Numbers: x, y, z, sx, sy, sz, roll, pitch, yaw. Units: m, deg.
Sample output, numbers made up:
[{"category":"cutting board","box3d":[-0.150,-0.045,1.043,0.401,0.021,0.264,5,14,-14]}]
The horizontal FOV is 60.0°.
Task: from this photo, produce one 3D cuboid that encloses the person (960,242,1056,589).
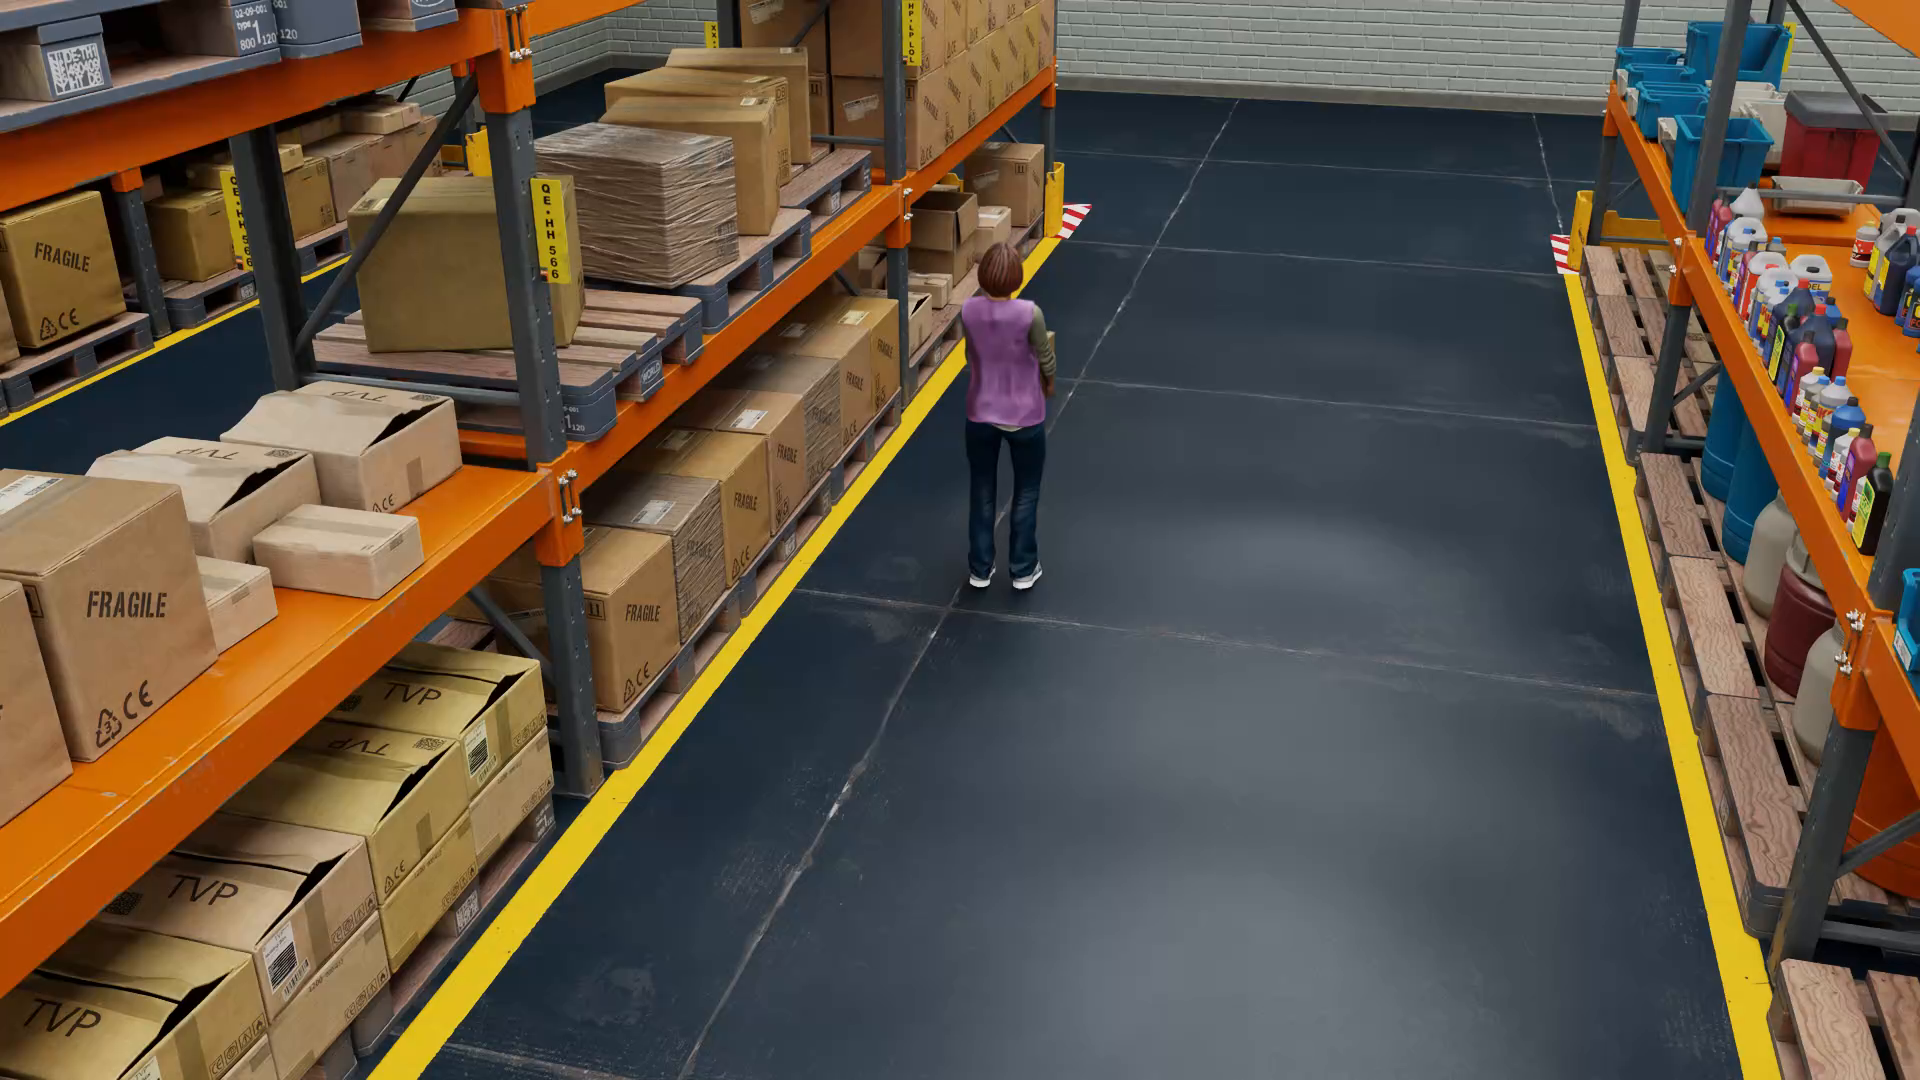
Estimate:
[{"category":"person","box3d":[0.218,-0.549,7.286,0.405,1.580,0.489,7,27,14]}]
